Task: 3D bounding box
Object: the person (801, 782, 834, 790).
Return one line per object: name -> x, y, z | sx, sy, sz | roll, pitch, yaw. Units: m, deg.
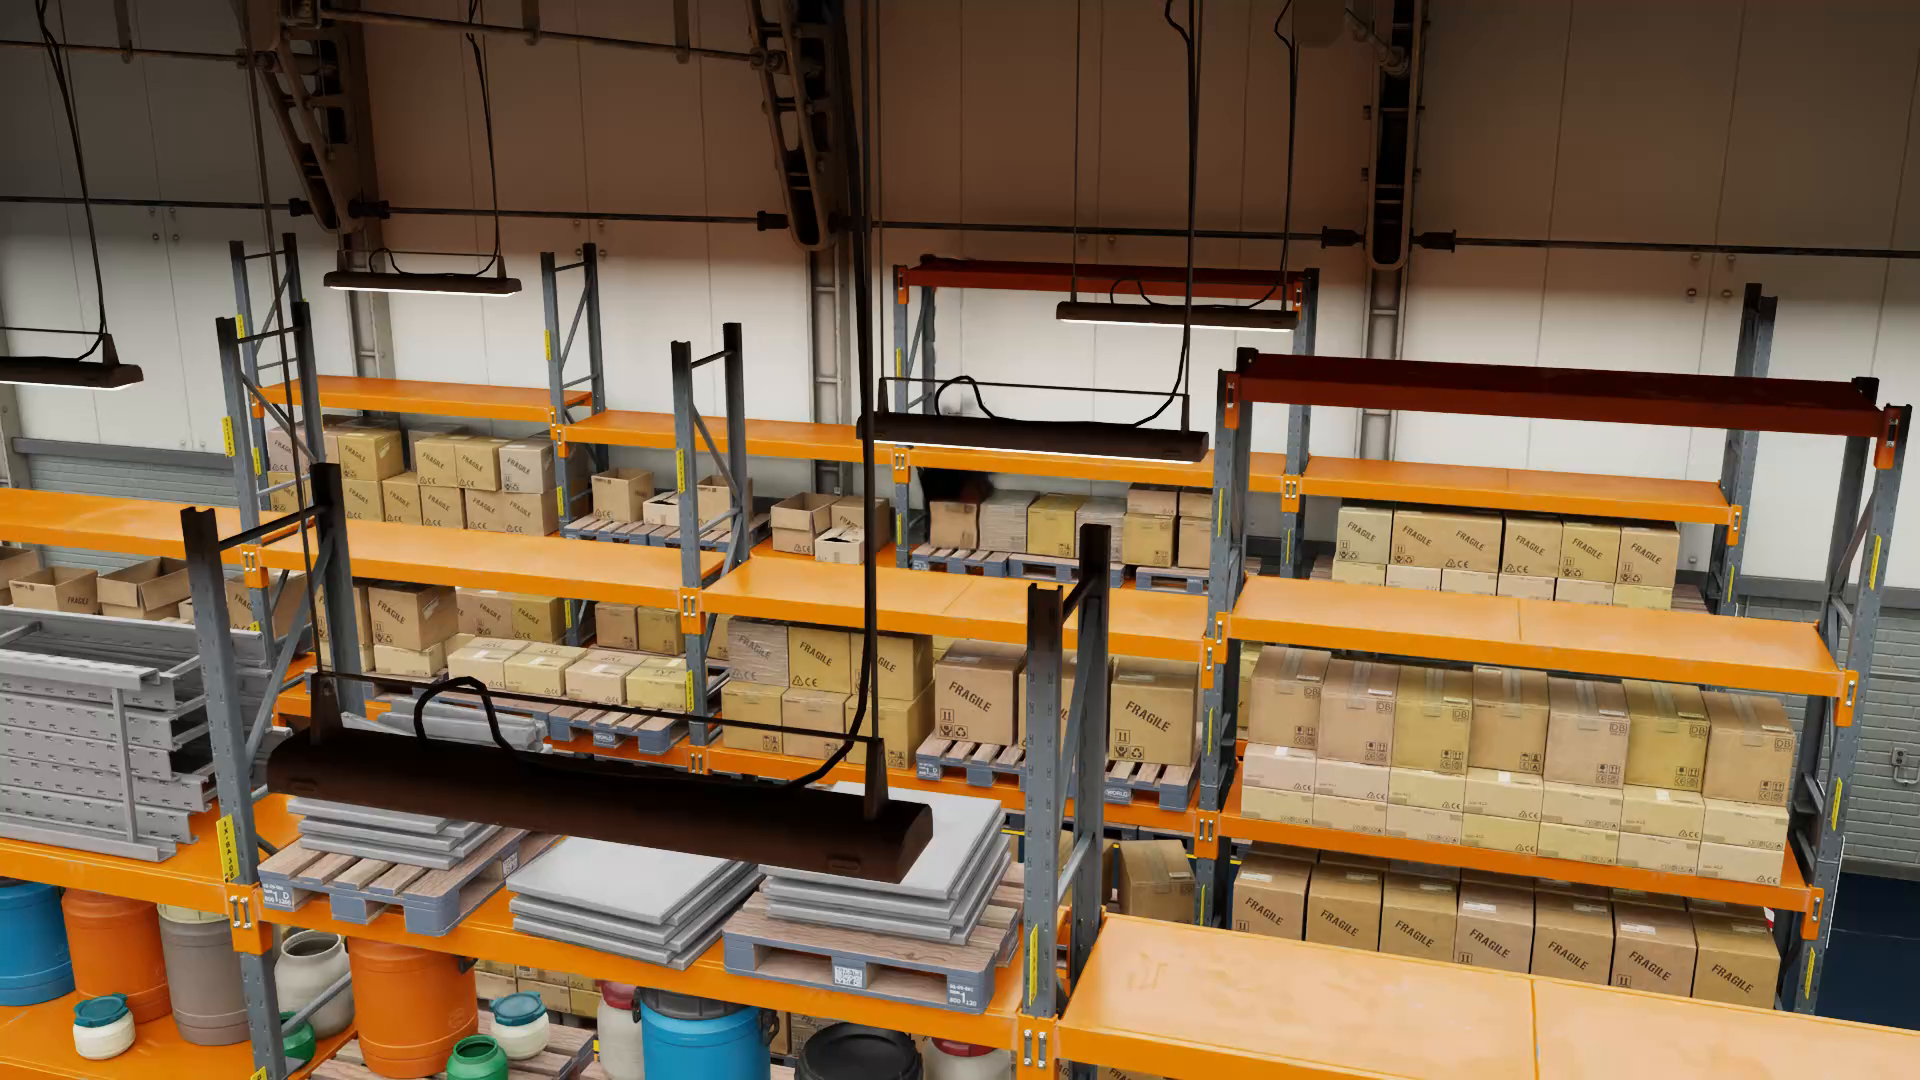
person -> -1.321, 2.660, 16.592 | 0.742, 1.648, 0.618 | 5, 17, 16
